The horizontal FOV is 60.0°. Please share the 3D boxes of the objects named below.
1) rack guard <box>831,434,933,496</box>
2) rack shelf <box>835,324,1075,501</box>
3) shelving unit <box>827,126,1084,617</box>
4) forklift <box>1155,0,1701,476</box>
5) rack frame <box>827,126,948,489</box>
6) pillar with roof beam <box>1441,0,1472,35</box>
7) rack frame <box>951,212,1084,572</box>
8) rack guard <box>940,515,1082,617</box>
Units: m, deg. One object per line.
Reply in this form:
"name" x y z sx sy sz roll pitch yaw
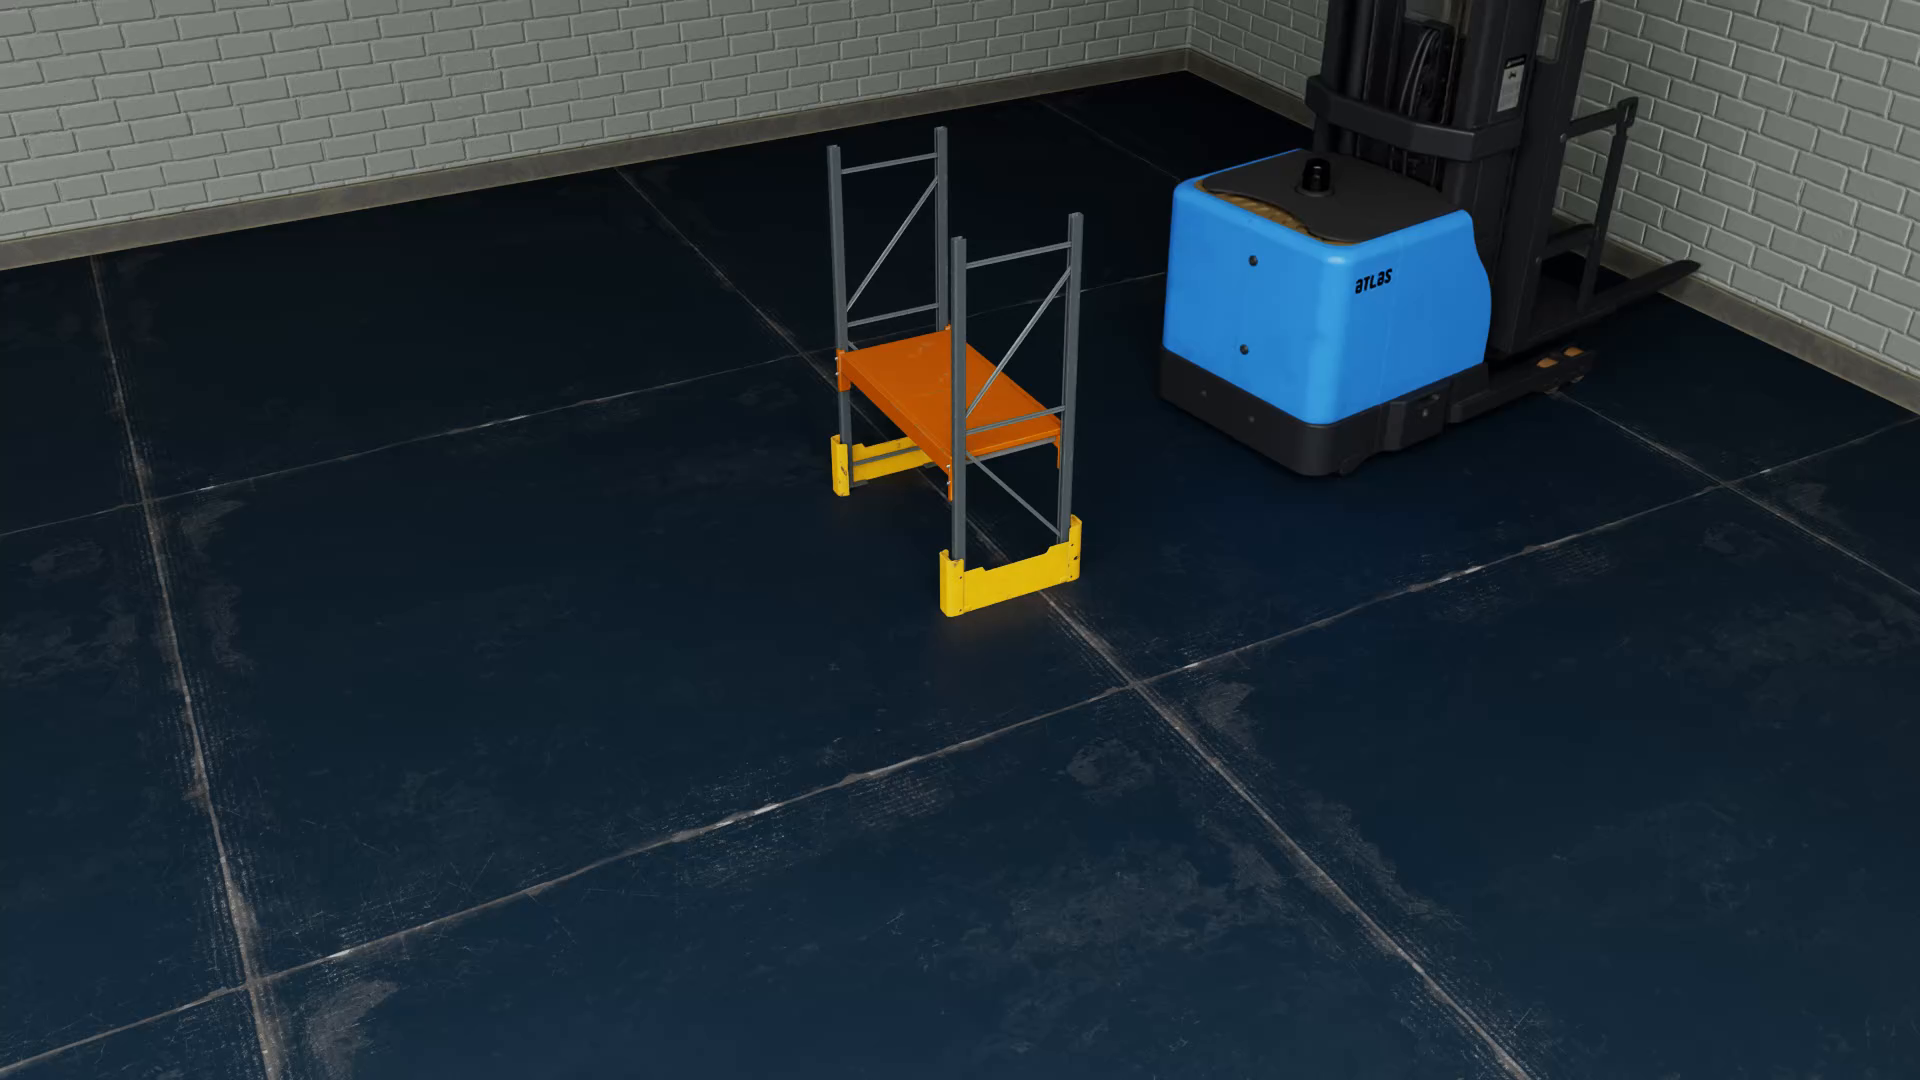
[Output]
"rack guard" -0.268 -0.379 7.110 0.587 0.250 0.087 -16 36 -23
"rack shelf" -0.040 -0.521 6.506 0.538 0.185 1.000 -16 36 -23
"shelving unit" -0.036 -0.668 6.402 0.587 1.500 1.083 -16 36 -23
"forklift" 2.394 -2.130 7.357 3.031 2.935 1.130 -22 38 -30
"rack frame" -0.277 -0.915 6.788 0.500 1.500 0.032 -16 36 -23
"pillar with roof beam" -0.884 -4.672 5.700 9.100 9.000 0.400 -16 36 -23
"rack frame" 0.197 -0.430 6.030 0.500 1.500 0.032 -16 36 -23
"rack guard" 0.197 0.096 6.368 0.587 0.250 0.087 -16 36 -23
